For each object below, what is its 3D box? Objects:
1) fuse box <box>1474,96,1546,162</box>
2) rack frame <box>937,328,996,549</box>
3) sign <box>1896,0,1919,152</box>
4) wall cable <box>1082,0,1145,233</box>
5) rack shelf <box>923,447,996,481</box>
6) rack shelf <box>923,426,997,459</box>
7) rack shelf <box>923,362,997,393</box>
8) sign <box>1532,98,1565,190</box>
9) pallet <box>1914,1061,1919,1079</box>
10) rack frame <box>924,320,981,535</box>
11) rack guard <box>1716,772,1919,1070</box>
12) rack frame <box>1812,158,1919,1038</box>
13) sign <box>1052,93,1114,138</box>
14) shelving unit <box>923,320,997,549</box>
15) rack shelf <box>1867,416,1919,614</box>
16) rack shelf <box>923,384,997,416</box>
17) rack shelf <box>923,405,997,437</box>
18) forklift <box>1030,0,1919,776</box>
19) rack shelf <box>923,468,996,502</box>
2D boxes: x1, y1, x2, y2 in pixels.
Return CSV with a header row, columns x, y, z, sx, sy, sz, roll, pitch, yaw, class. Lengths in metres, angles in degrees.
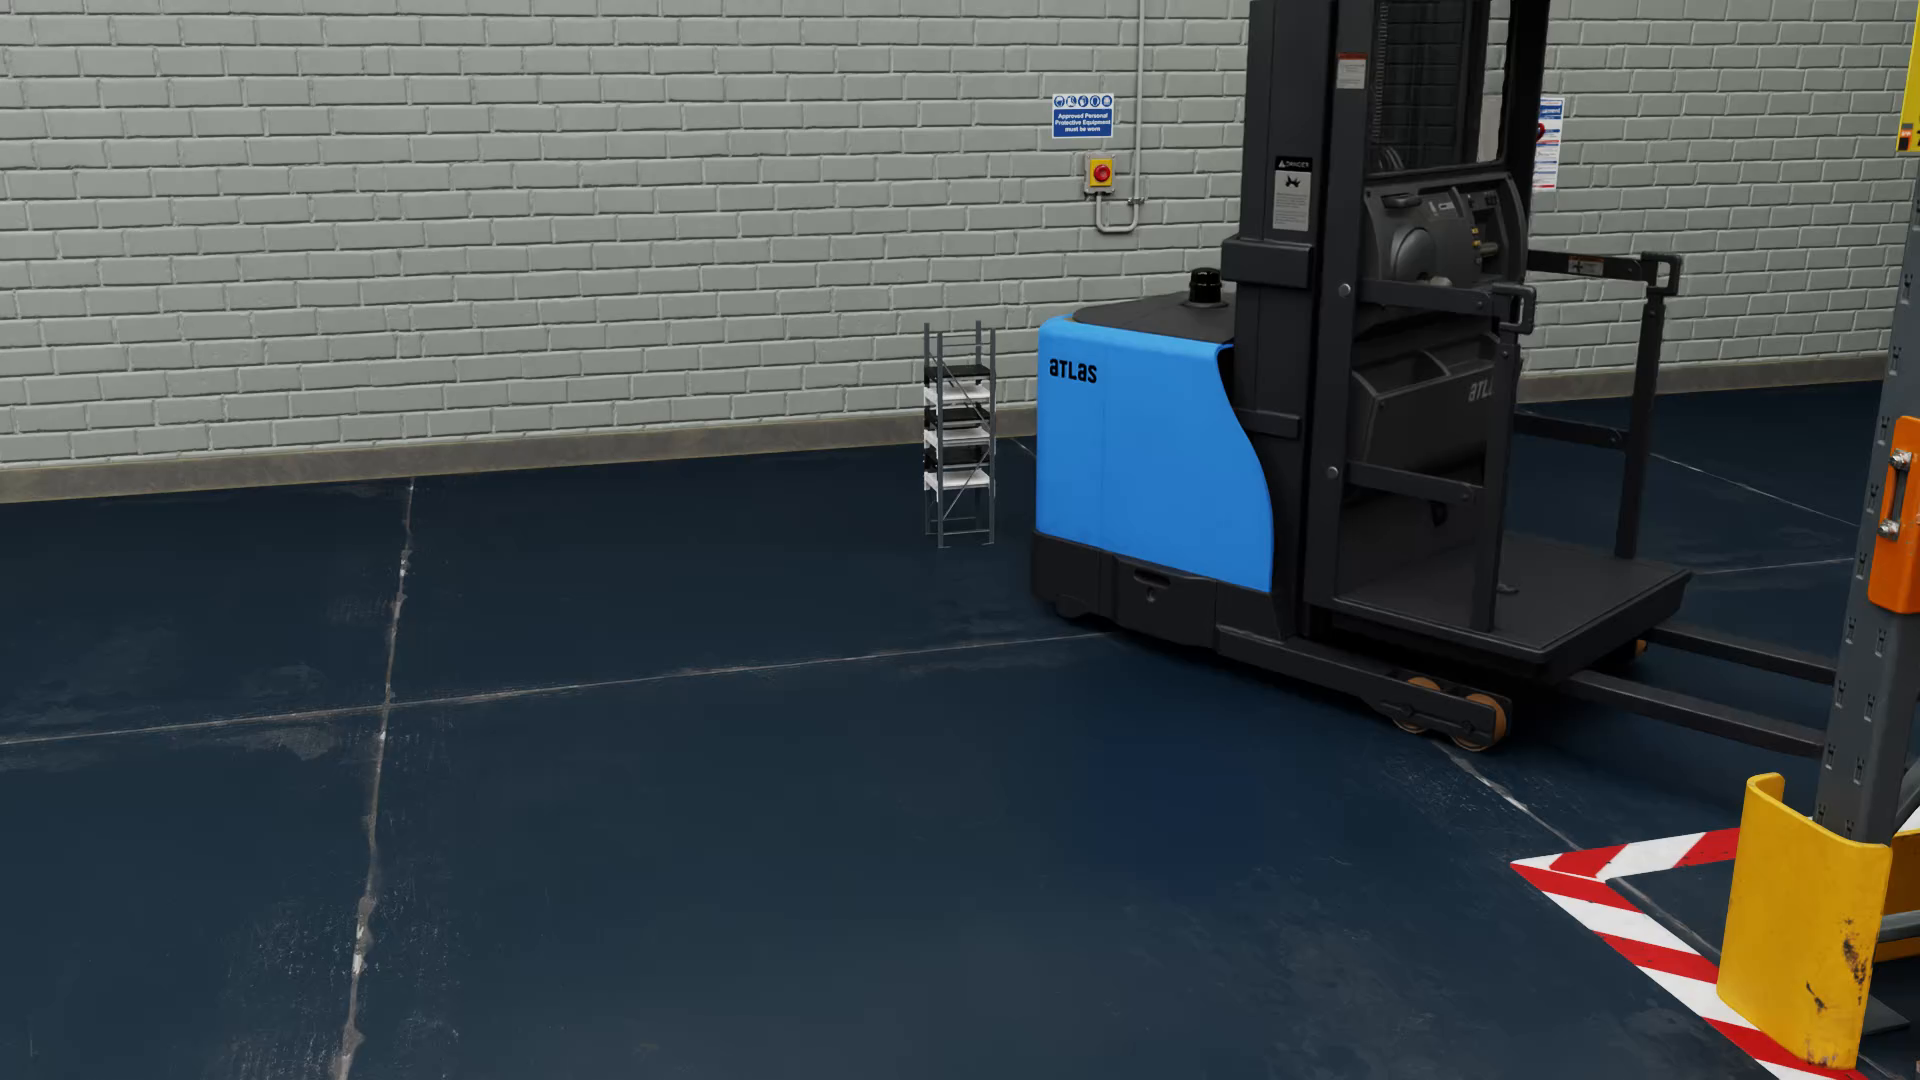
x,y,z,sx,sy,sz,roll,pitch,yaw,class
2.745,-1.510,9.005,0.539,1.711,0.414,-5,17,-15,fuse box
0.026,-0.405,6.736,0.240,0.900,0.006,-5,17,-15,rack frame
1.722,-0.854,2.938,0.100,0.325,0.005,-5,17,-15,sign
0.685,-2.503,8.251,0.585,1.953,0.123,-5,17,-15,wall cable
-0.002,-0.315,6.866,0.258,0.077,0.200,-5,17,-15,rack shelf
-0.002,-0.401,6.840,0.258,0.077,0.200,-5,17,-15,rack shelf
-0.002,-0.660,6.762,0.258,0.077,0.200,-5,17,-15,rack shelf
3.163,-2.178,9.154,0.329,0.494,0.001,-5,17,-15,sign
2.552,1.107,2.900,1.003,0.211,1.213,-5,17,-15,pallet
-0.030,-0.461,6.924,0.240,0.900,0.006,-5,17,-15,rack frame
2.250,0.747,3.597,1.175,0.500,0.348,-5,17,-15,rack guard
2.257,-0.444,3.215,1.000,3.000,0.127,-5,17,-15,rack frame
0.622,-2.144,8.406,0.327,0.218,0.001,-5,17,-15,sign
-0.002,-0.433,6.830,0.258,0.900,0.210,-5,17,-15,shelving unit
2.807,0.454,1.477,1.077,0.370,4.000,-5,17,-15,rack shelf
-0.002,-0.574,6.788,0.258,0.077,0.200,-5,17,-15,rack shelf
-0.002,-0.487,6.814,0.258,0.077,0.200,-5,17,-15,rack shelf
1.665,-0.951,5.023,3.031,2.935,1.130,16,23,42,forklift
-0.002,-0.229,6.891,0.258,0.077,0.200,-5,17,-15,rack shelf
